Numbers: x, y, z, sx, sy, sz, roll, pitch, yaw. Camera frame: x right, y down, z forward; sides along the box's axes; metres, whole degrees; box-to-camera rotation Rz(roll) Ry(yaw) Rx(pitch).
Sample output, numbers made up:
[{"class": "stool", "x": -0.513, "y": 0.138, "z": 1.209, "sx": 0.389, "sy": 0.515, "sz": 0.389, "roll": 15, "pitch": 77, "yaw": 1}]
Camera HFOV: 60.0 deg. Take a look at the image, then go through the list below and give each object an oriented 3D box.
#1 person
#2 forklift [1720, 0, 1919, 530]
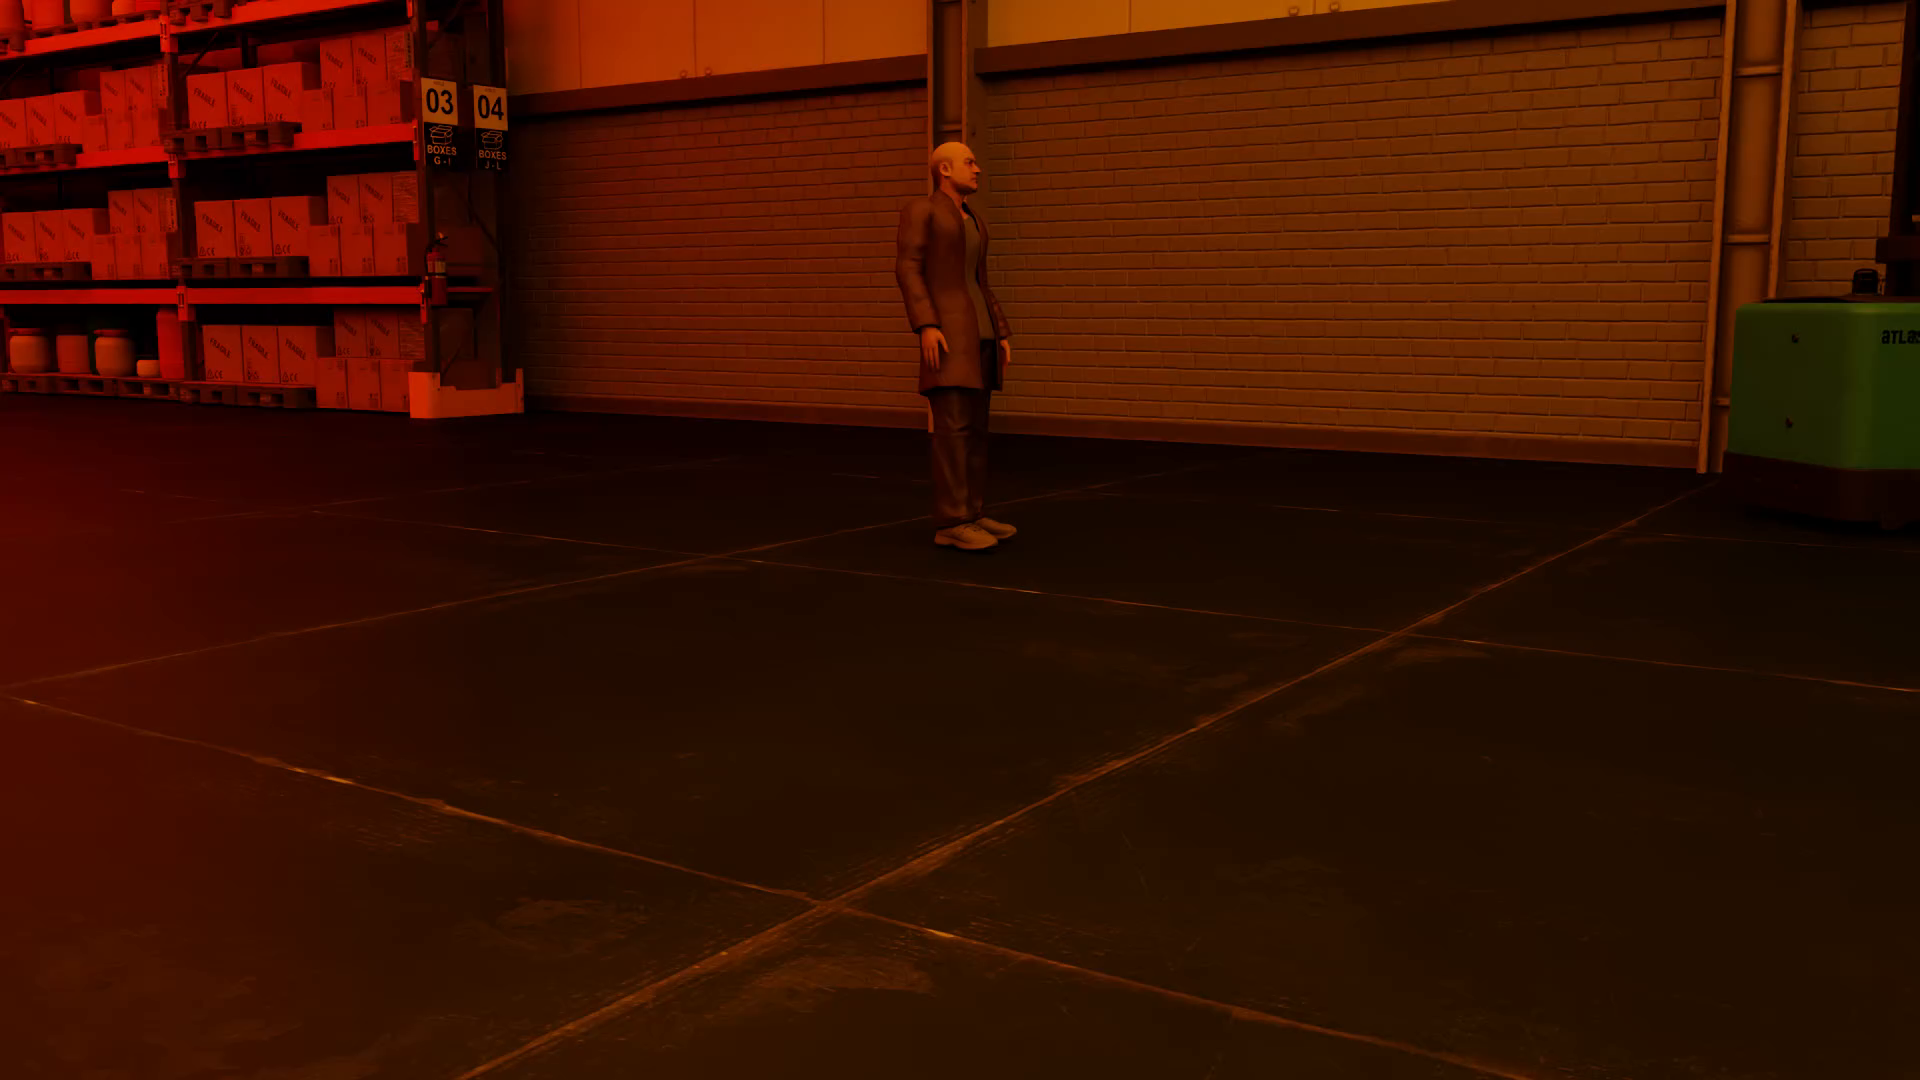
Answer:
[{"class": "person", "x": 0.072, "y": -0.784, "z": 7.437, "sx": 0.582, "sy": 1.582, "sz": 0.696, "roll": 5, "pitch": 10, "yaw": 34}, {"class": "forklift", "x": 5.506, "y": -1.565, "z": 8.200, "sx": 3.031, "sy": 2.935, "sz": 1.130, "roll": -1, "pitch": 8, "yaw": -8}]
